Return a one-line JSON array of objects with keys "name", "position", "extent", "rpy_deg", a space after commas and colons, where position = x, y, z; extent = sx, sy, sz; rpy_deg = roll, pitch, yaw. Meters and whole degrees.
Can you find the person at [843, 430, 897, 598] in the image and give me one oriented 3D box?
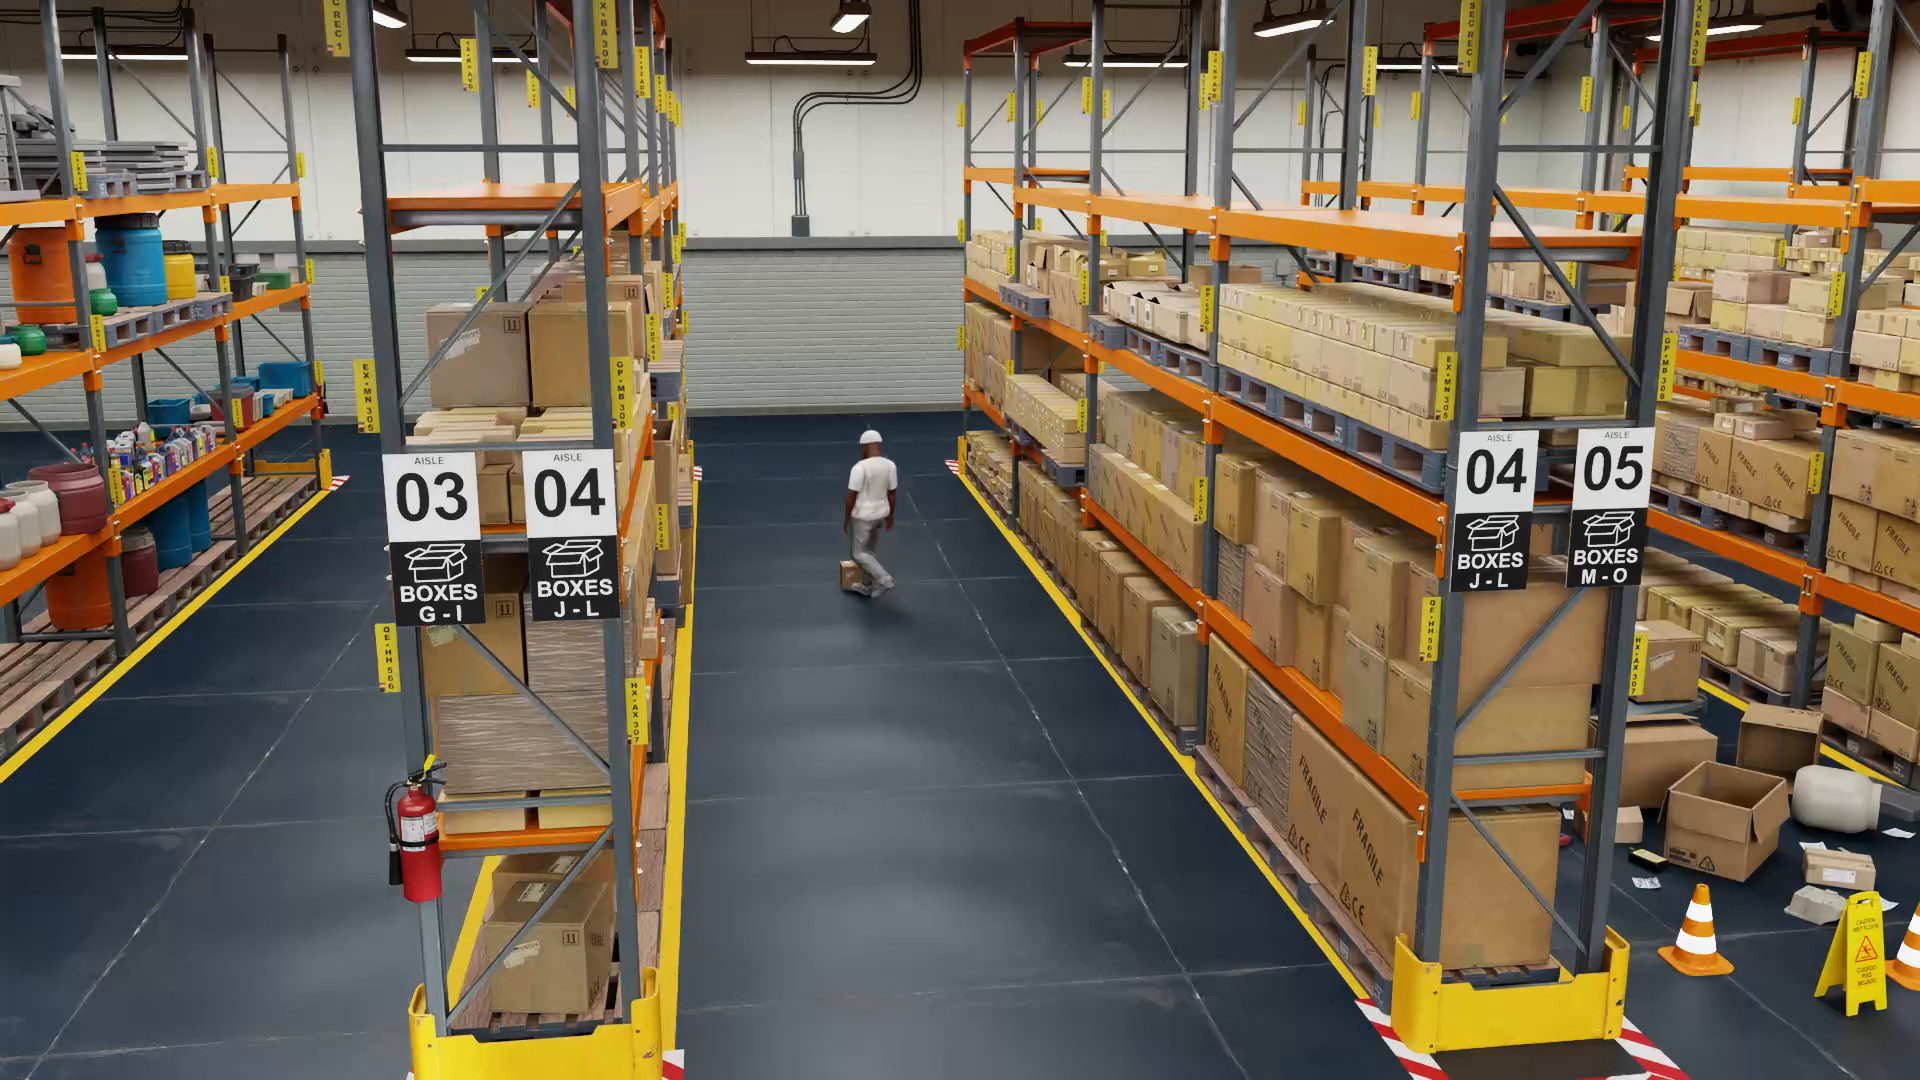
[{"name": "person", "position": [-0.914, -0.243, 16.951], "extent": [0.809, 1.753, 0.591], "rpy_deg": [12, 18, 41]}]
